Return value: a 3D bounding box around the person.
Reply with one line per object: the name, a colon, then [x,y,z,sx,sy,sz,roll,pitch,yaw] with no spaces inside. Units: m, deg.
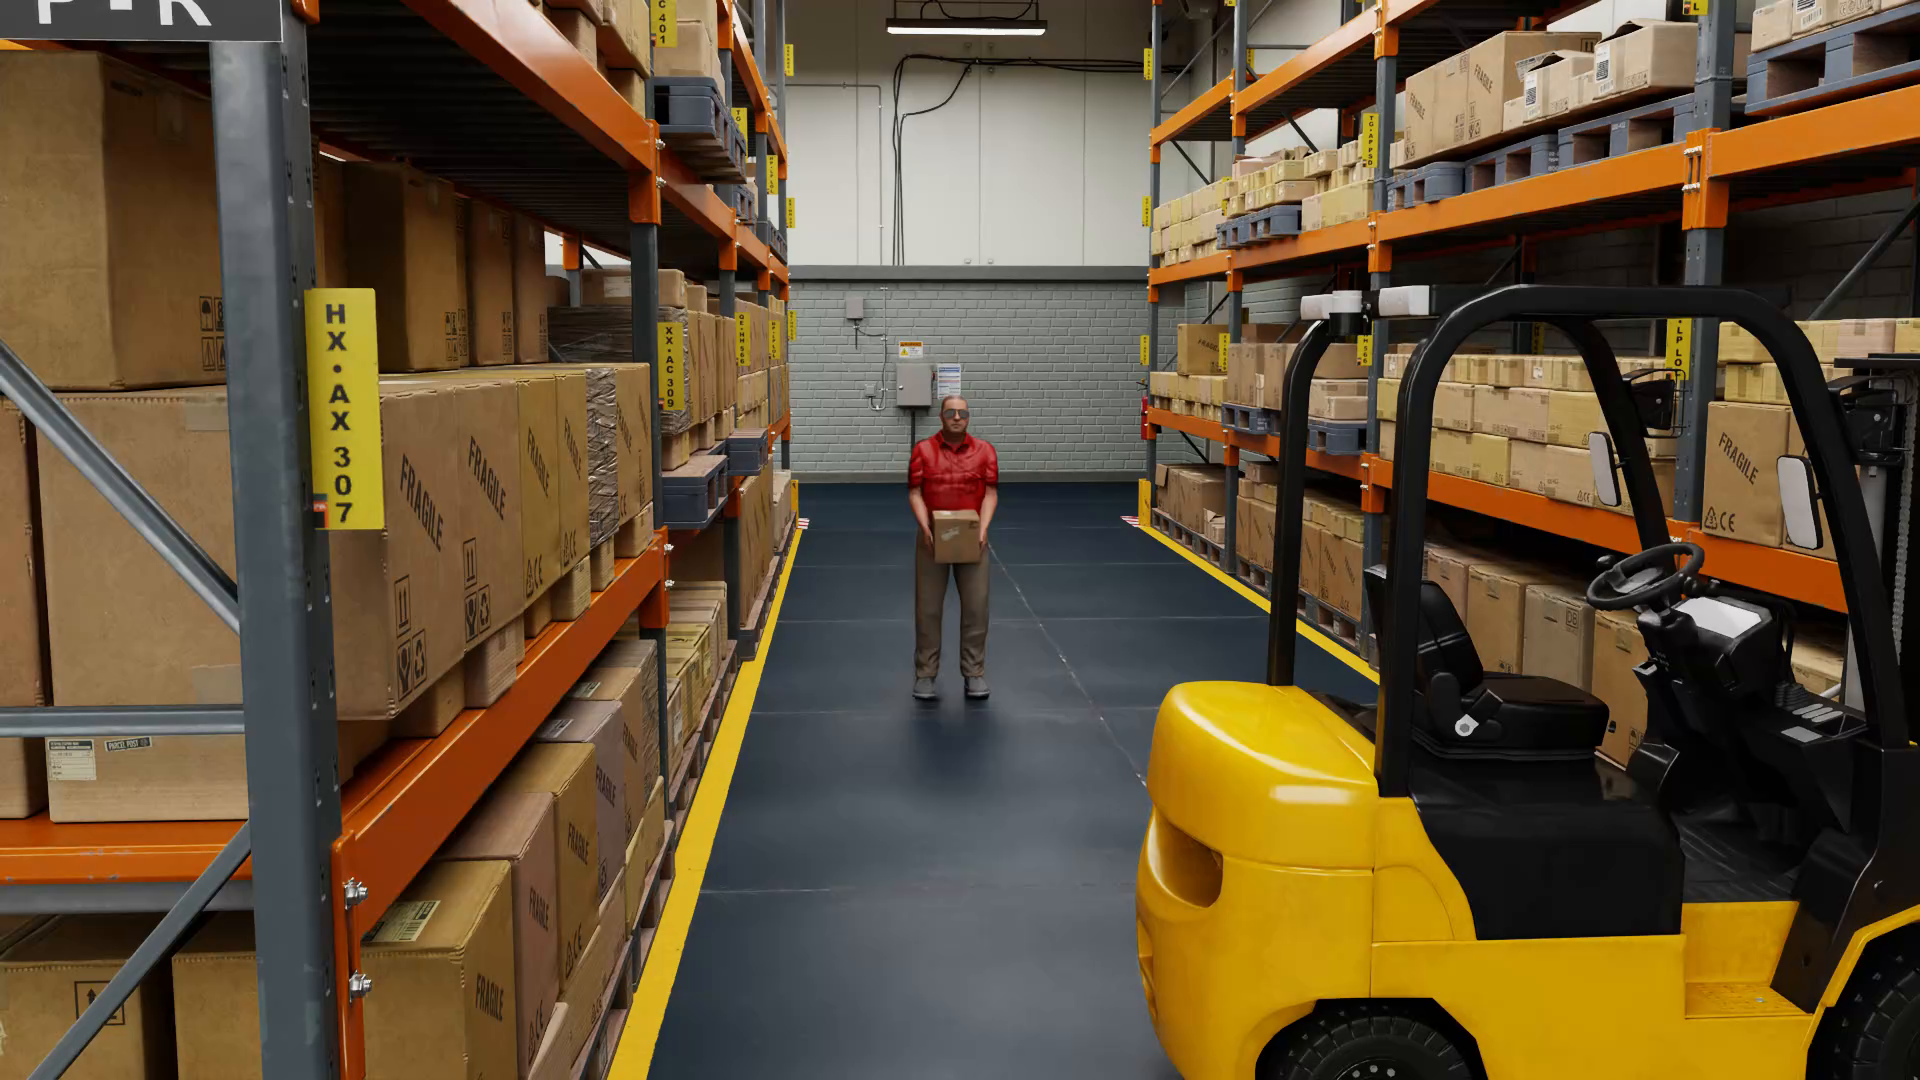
person: [-0.032,0.035,9.493,0.524,1.730,0.507,-1,7,-4]
